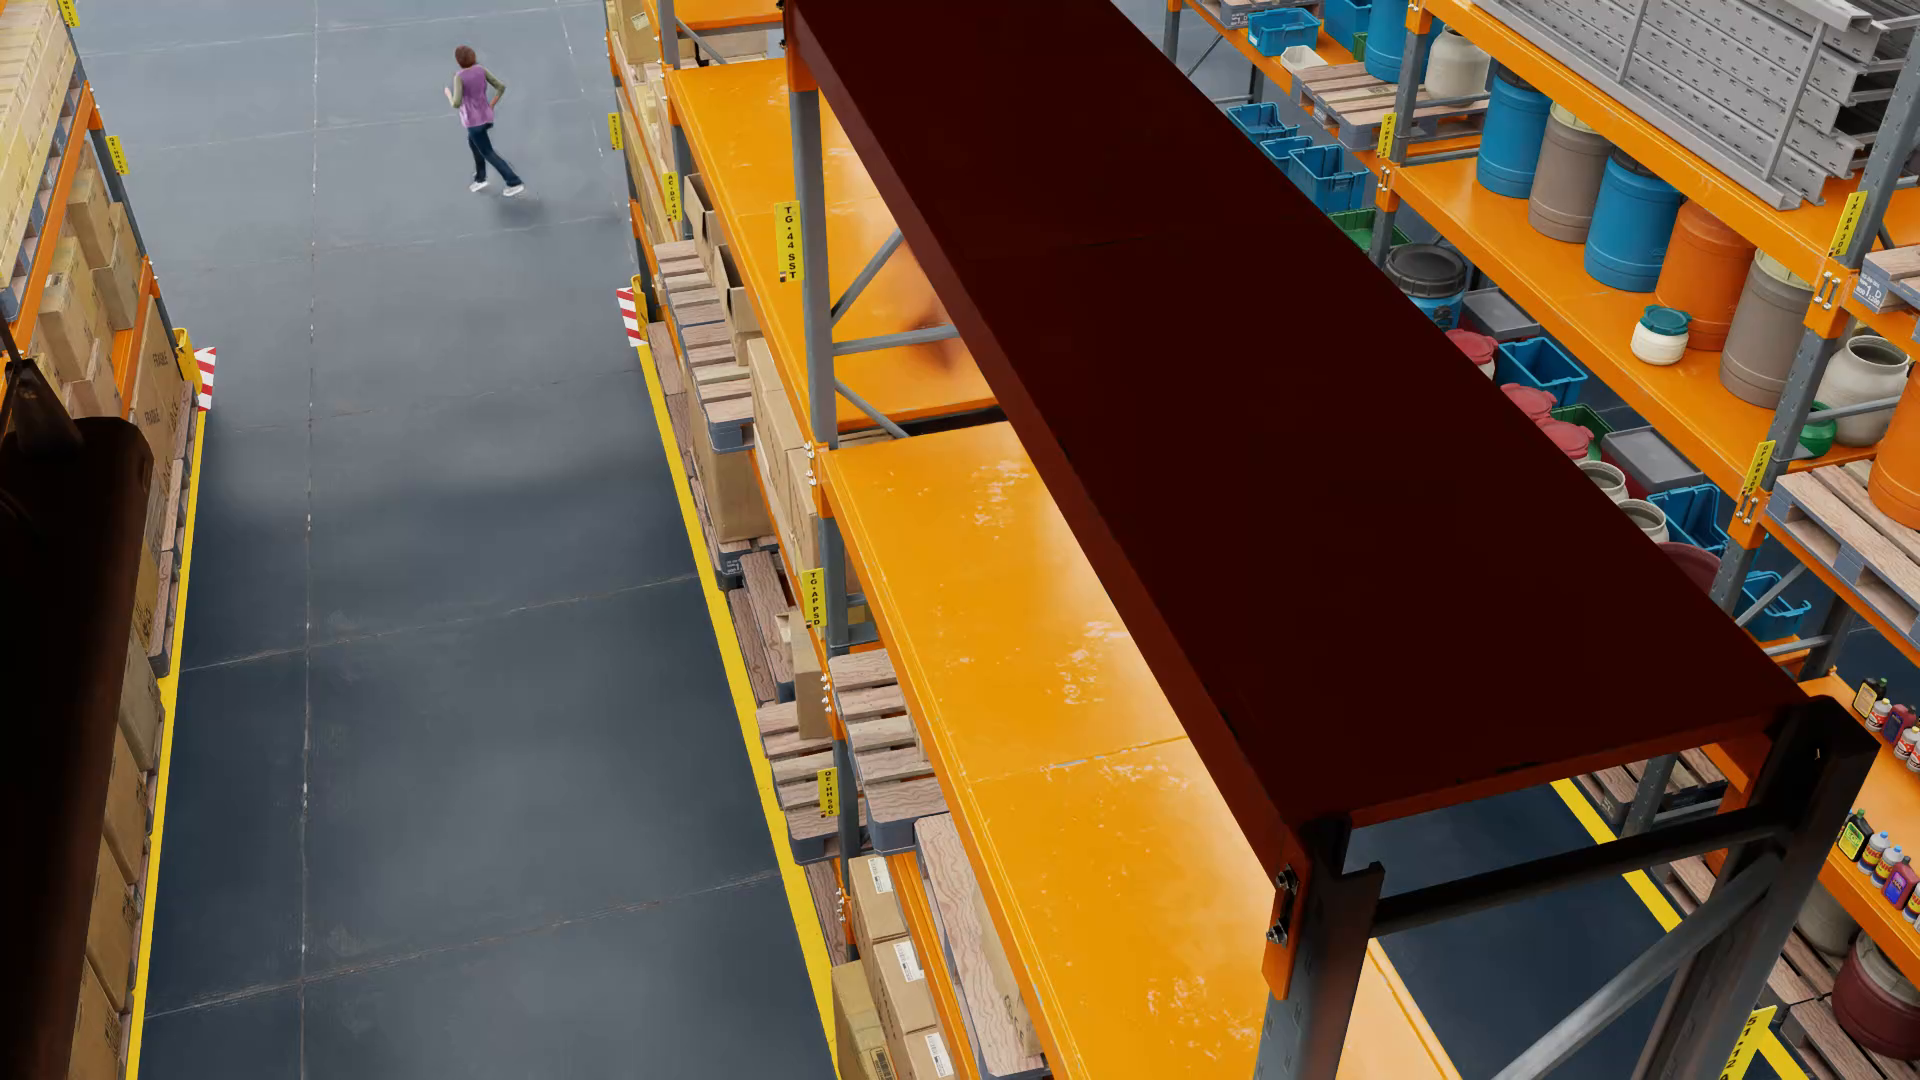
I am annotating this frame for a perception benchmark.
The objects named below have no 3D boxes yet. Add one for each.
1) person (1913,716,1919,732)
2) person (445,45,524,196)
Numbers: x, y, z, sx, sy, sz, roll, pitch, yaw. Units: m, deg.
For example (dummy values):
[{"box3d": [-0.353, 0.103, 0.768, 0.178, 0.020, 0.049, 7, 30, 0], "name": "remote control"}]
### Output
[{"box3d": [6.652, 0.808, 10.364, 0.666, 1.768, 0.957, -16, 41, -19], "name": "person"}, {"box3d": [-4.848, -4.192, 16.833, 0.765, 1.637, 0.516, 18, 42, 21], "name": "person"}]
